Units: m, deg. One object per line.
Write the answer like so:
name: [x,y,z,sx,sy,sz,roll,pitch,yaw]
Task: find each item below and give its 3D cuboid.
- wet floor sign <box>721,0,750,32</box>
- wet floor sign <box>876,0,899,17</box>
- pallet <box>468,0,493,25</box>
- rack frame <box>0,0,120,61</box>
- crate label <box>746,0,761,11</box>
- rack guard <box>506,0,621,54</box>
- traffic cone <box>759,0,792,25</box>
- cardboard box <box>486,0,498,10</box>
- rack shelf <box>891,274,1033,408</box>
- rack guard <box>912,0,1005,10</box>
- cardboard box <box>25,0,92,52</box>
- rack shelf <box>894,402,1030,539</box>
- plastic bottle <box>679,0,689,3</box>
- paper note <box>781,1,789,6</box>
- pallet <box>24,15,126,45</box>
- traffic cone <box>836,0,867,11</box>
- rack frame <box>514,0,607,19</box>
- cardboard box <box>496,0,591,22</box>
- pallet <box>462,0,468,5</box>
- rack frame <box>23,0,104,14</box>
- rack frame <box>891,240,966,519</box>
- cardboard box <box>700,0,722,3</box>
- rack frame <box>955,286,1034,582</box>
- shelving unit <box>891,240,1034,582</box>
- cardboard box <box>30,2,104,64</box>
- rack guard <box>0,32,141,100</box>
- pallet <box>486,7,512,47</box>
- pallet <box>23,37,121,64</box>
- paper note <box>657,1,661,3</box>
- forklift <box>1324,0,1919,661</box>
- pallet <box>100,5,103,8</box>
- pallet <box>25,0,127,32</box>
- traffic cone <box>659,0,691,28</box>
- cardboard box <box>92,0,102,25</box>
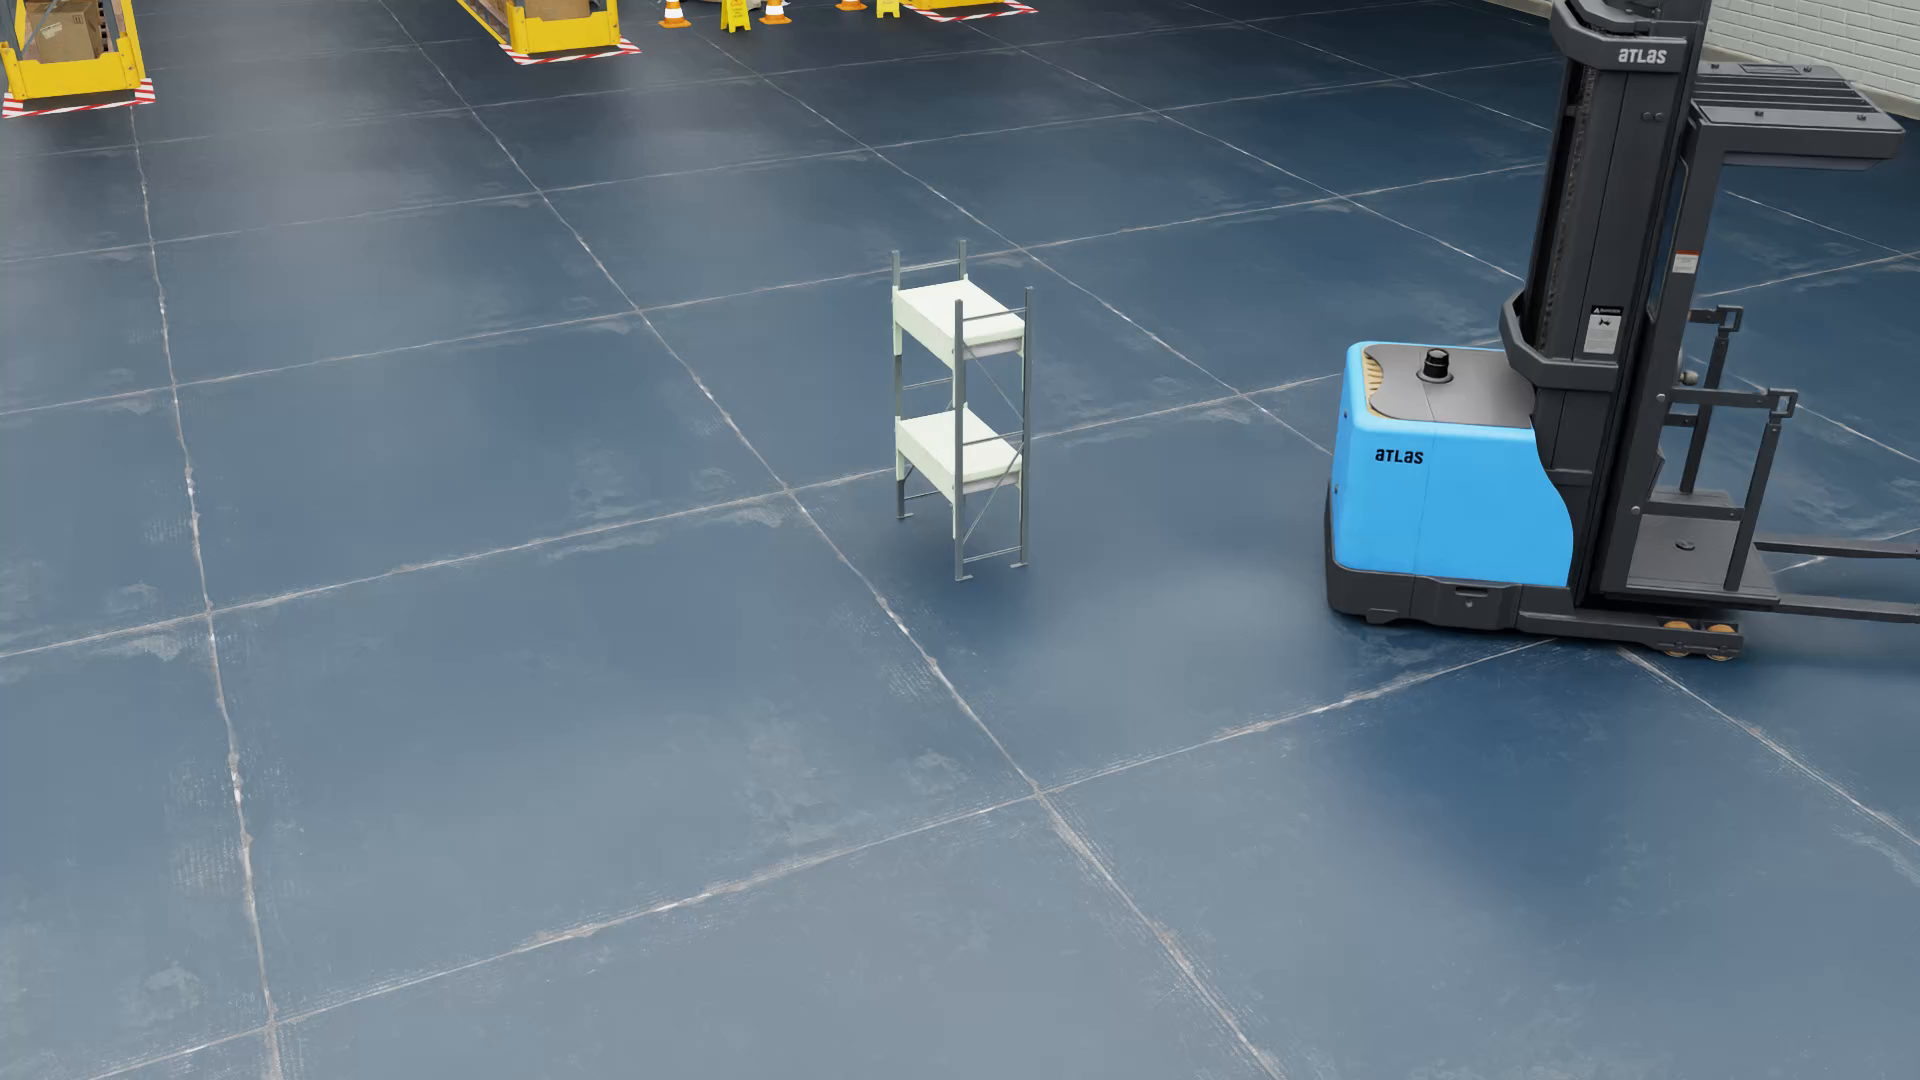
wet floor sign: [-2.610,-6.222,19.186,0.267,0.644,0.232,-19,35,-30]
wet floor sign: [-0.869,-6.594,19.850,0.267,0.644,0.232,-3,29,-5]
pallet: [-5.345,-6.504,20.134,1.003,0.211,1.213,-13,32,-22]
rack frame: [-8.934,-5.849,16.114,1.000,3.000,0.127,-13,32,-22]
crate label: [-2.583,-6.551,20.293,0.298,0.136,0.250,19,34,30]
rack guard: [-4.401,-5.745,18.484,1.175,0.500,0.348,-13,32,-22]
traffic cone: [-2.190,-6.359,19.617,0.336,0.463,0.334,-13,32,-22]
cardboard box: [-5.141,-6.776,19.510,0.875,0.875,0.875,-14,32,-23]
rack shelf: [0.003,-0.992,8.187,0.431,0.370,0.720,-13,32,-22]
rack guard: [-0.016,-6.873,20.496,1.175,0.500,0.348,-13,32,-22]
cardboard box: [-9.475,-5.478,17.578,0.500,0.500,0.500,-5,30,-9]
rack shelf: [0.003,-0.367,8.537,0.431,0.370,0.720,-13,32,-22]
plastic bottle: [-3.517,-6.765,20.752,0.283,0.061,0.133,26,38,38]
paper note: [-2.187,-6.634,20.550,0.142,0.019,0.148,26,38,38]
pallet: [-9.803,-5.571,18.468,1.003,0.211,1.213,-13,32,-22]
traffic cone: [-1.333,-6.742,20.300,0.336,0.463,0.334,-13,32,-22]
rack frame: [-4.411,-6.846,17.891,1.000,3.000,0.127,-13,32,-22]
cardboard box: [-4.762,-6.388,18.818,0.875,0.875,0.875,-13,32,-22]
pallet: [-5.872,-7.044,21.096,1.003,0.211,1.213,-13,32,-22]
rack frame: [-10.651,-7.616,19.265,1.000,3.000,0.127,-13,32,-22]
rack frame: [-0.154,-0.813,8.666,0.400,1.500,0.023,-13,32,-22]
cardboard box: [-3.024,-7.085,20.871,0.637,0.503,0.797,13,32,21]
rack frame: [0.160,-0.490,8.090,0.400,1.500,0.023,-13,32,-22]
shelving unit: [0.003,-0.651,8.378,0.431,1.500,0.755,-13,32,-22]
cardboard box: [-9.187,-5.221,17.120,0.500,0.500,0.500,-7,30,-13]
rack guard: [-8.967,-4.792,16.785,1.175,0.500,0.348,-13,32,-22]
pallet: [-4.825,-5.966,19.174,1.003,0.211,1.213,-13,32,-22]
pallet: [-9.284,-5.032,17.509,1.003,0.211,1.213,-13,32,-22]
paper note: [-3.738,-6.695,20.679,0.032,0.001,0.123,2,29,4]
forklift: [3.348,-0.997,7.531,3.031,2.935,1.130,5,30,8]
pallet: [-10.987,-6.743,20.559,1.003,0.211,1.213,-13,32,-22]
pallet: [-10.331,-6.110,19.431,1.003,0.211,1.213,-13,32,-22]
traffic cone: [-3.357,-6.272,19.462,0.336,0.463,0.334,-13,32,-22]
cardboard box: [-9.925,-6.014,18.535,0.500,0.500,0.500,-16,33,-26]
